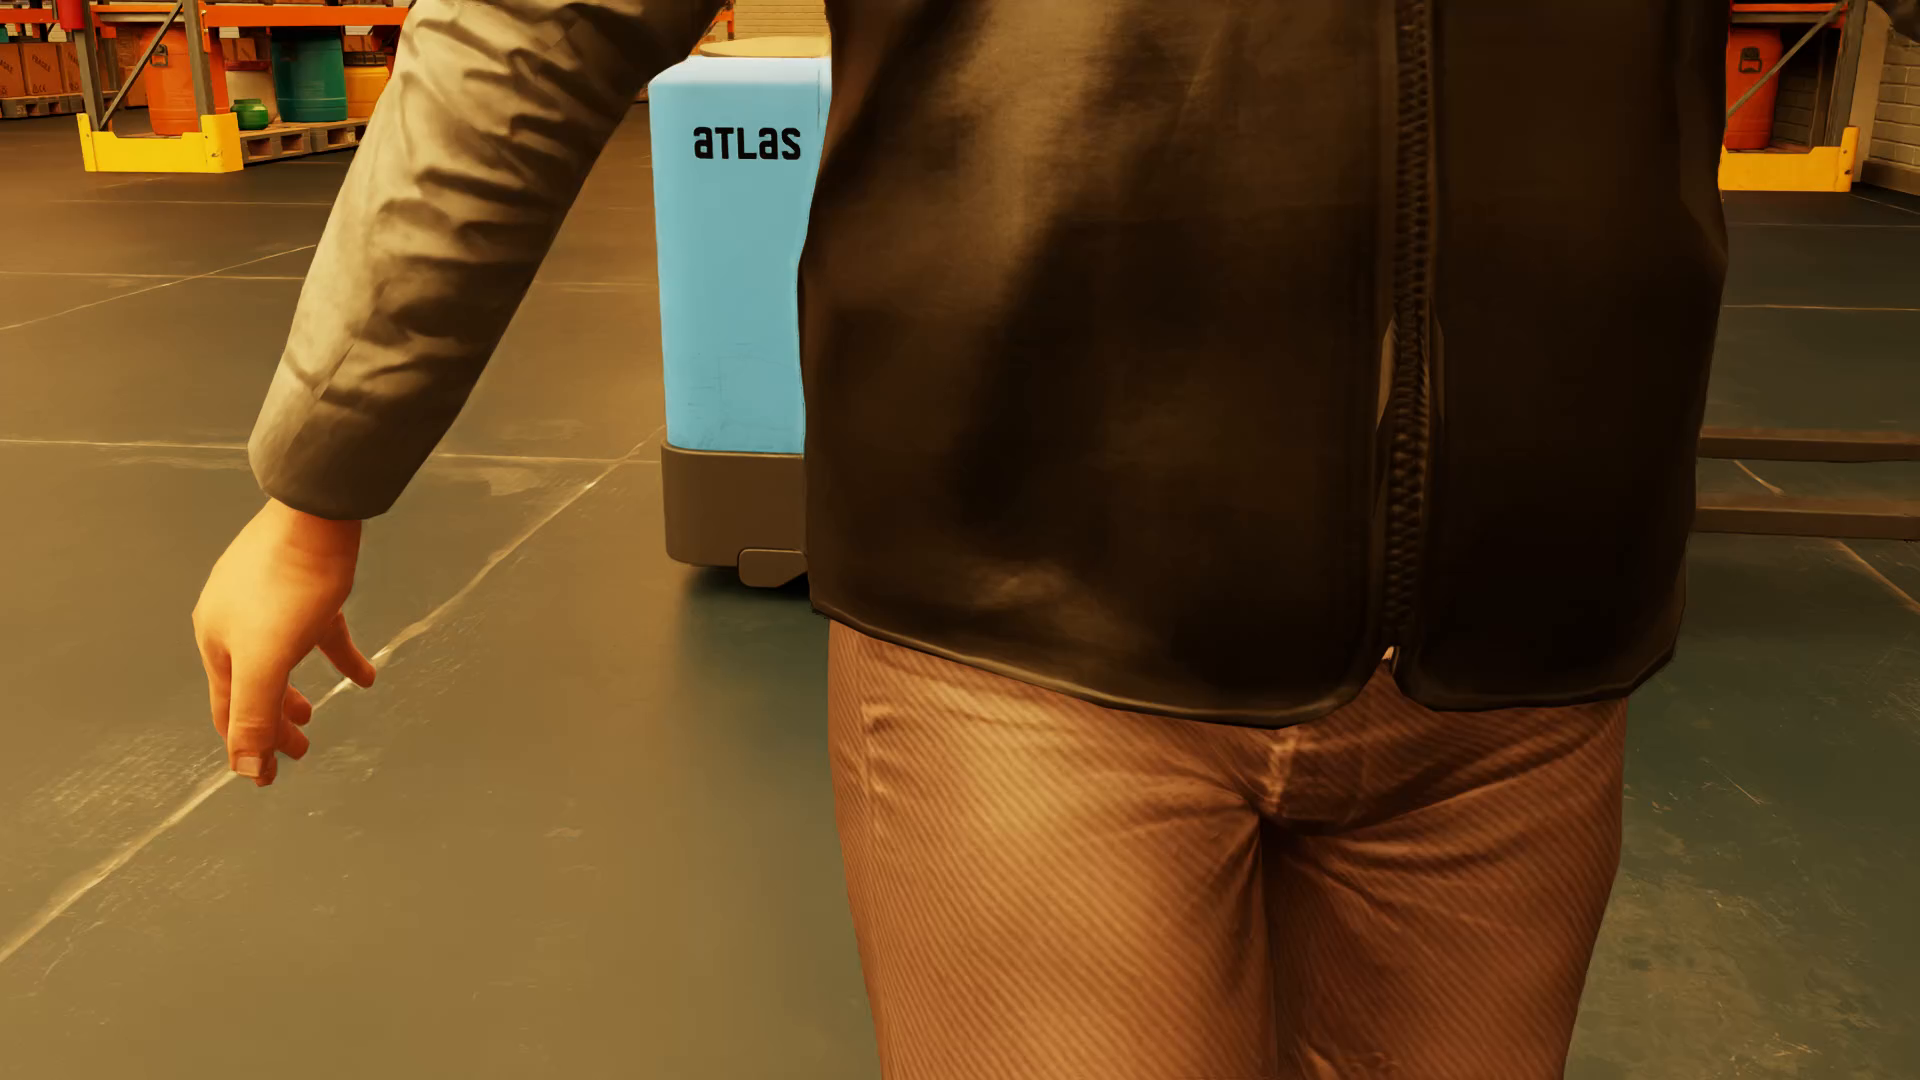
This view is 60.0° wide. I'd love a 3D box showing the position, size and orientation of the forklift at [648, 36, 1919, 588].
[{"bbox_3d":[0.941,-1.372,3.302,3.031,2.935,1.130,2,18,8],"label":"forklift"}]
